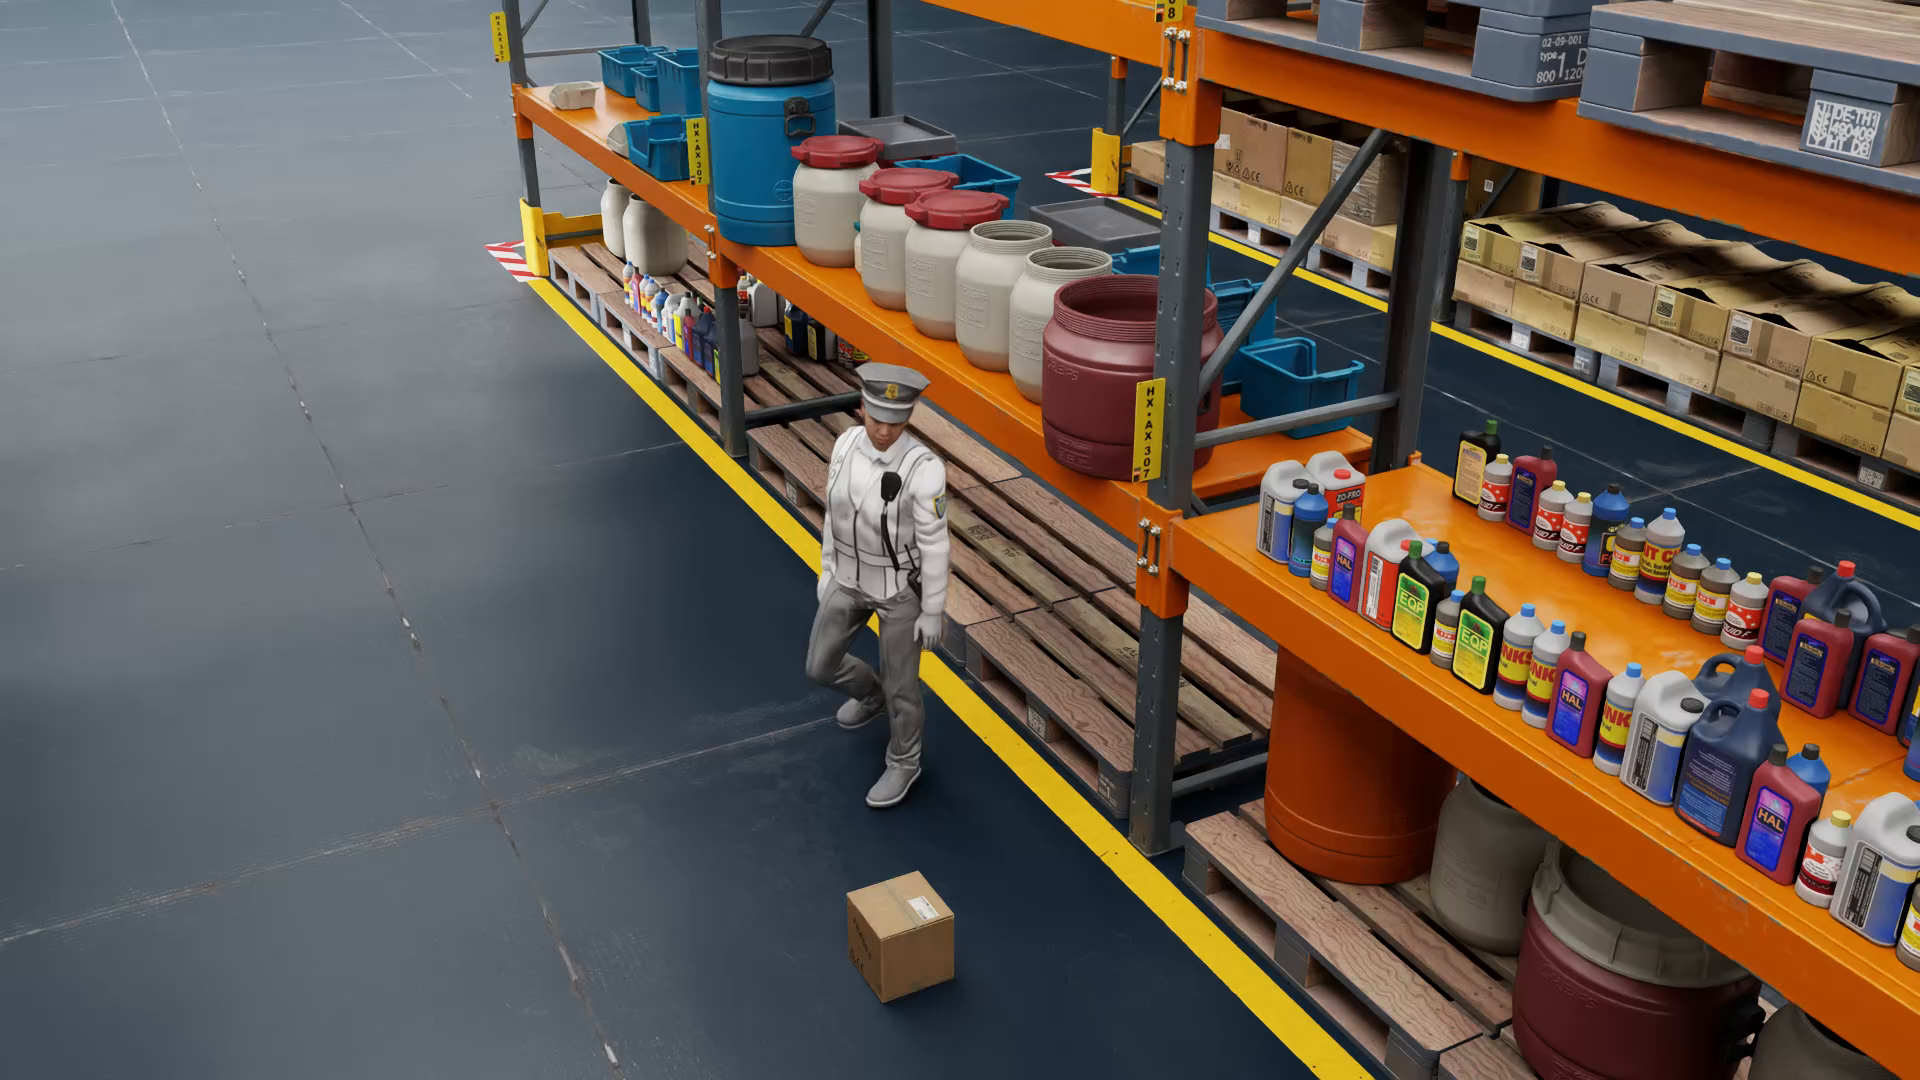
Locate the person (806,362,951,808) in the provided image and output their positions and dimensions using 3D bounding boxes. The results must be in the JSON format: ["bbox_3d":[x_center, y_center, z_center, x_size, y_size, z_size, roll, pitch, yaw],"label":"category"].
[{"bbox_3d":[-0.273,0.143,5.784,0.634,1.661,0.471,17,30,31],"label":"person"}]
